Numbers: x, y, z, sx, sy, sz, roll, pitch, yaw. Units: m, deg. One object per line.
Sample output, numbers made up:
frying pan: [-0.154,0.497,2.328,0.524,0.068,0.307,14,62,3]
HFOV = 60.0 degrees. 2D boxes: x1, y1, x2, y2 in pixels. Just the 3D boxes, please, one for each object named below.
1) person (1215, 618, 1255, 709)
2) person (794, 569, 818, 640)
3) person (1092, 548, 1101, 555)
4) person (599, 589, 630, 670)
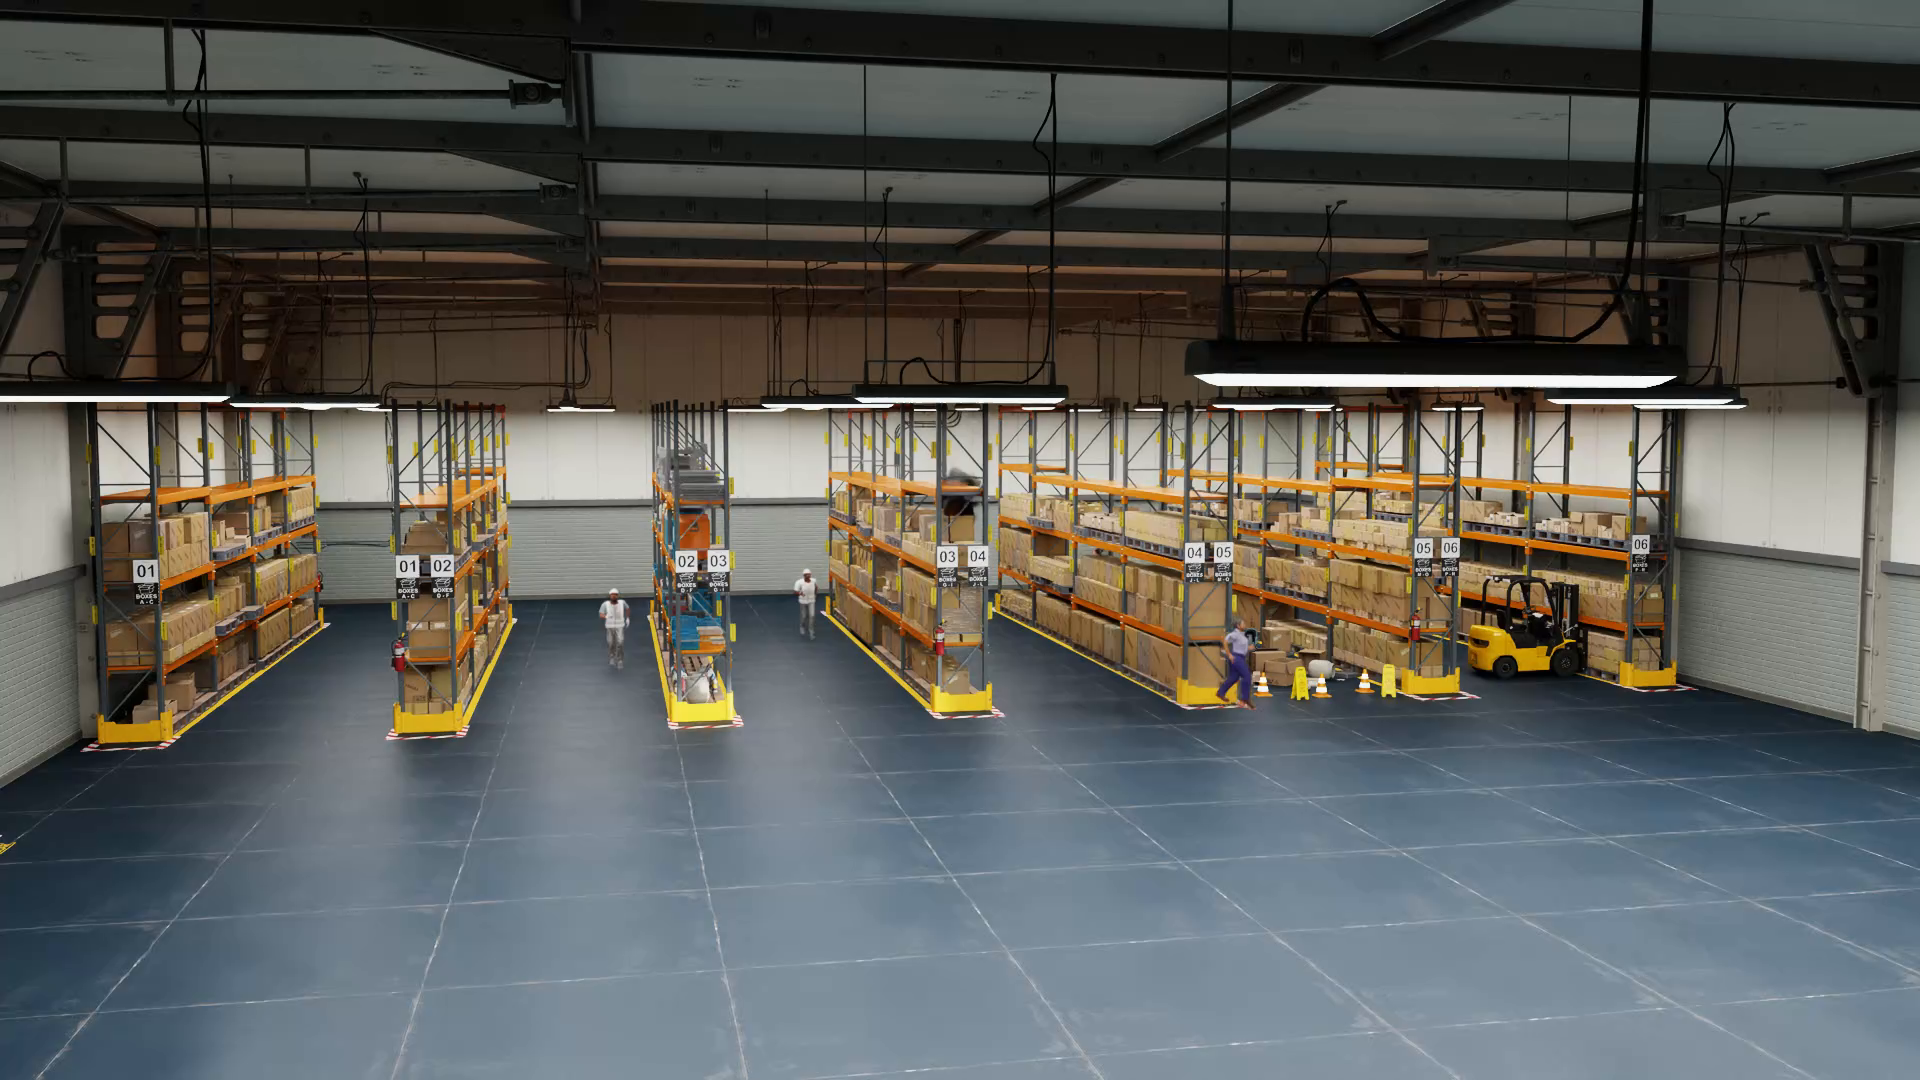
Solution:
person: [5.227,2.342,31.574,0.782,1.678,0.614,1,5,19]
person: [-3.943,1.619,42.650,0.640,1.796,0.890,-1,4,-13]
person: [4.193,1.090,50.332,0.887,1.696,0.529,-1,4,-13]
person: [-7.780,2.015,37.438,0.686,1.853,0.778,-1,4,-12]
